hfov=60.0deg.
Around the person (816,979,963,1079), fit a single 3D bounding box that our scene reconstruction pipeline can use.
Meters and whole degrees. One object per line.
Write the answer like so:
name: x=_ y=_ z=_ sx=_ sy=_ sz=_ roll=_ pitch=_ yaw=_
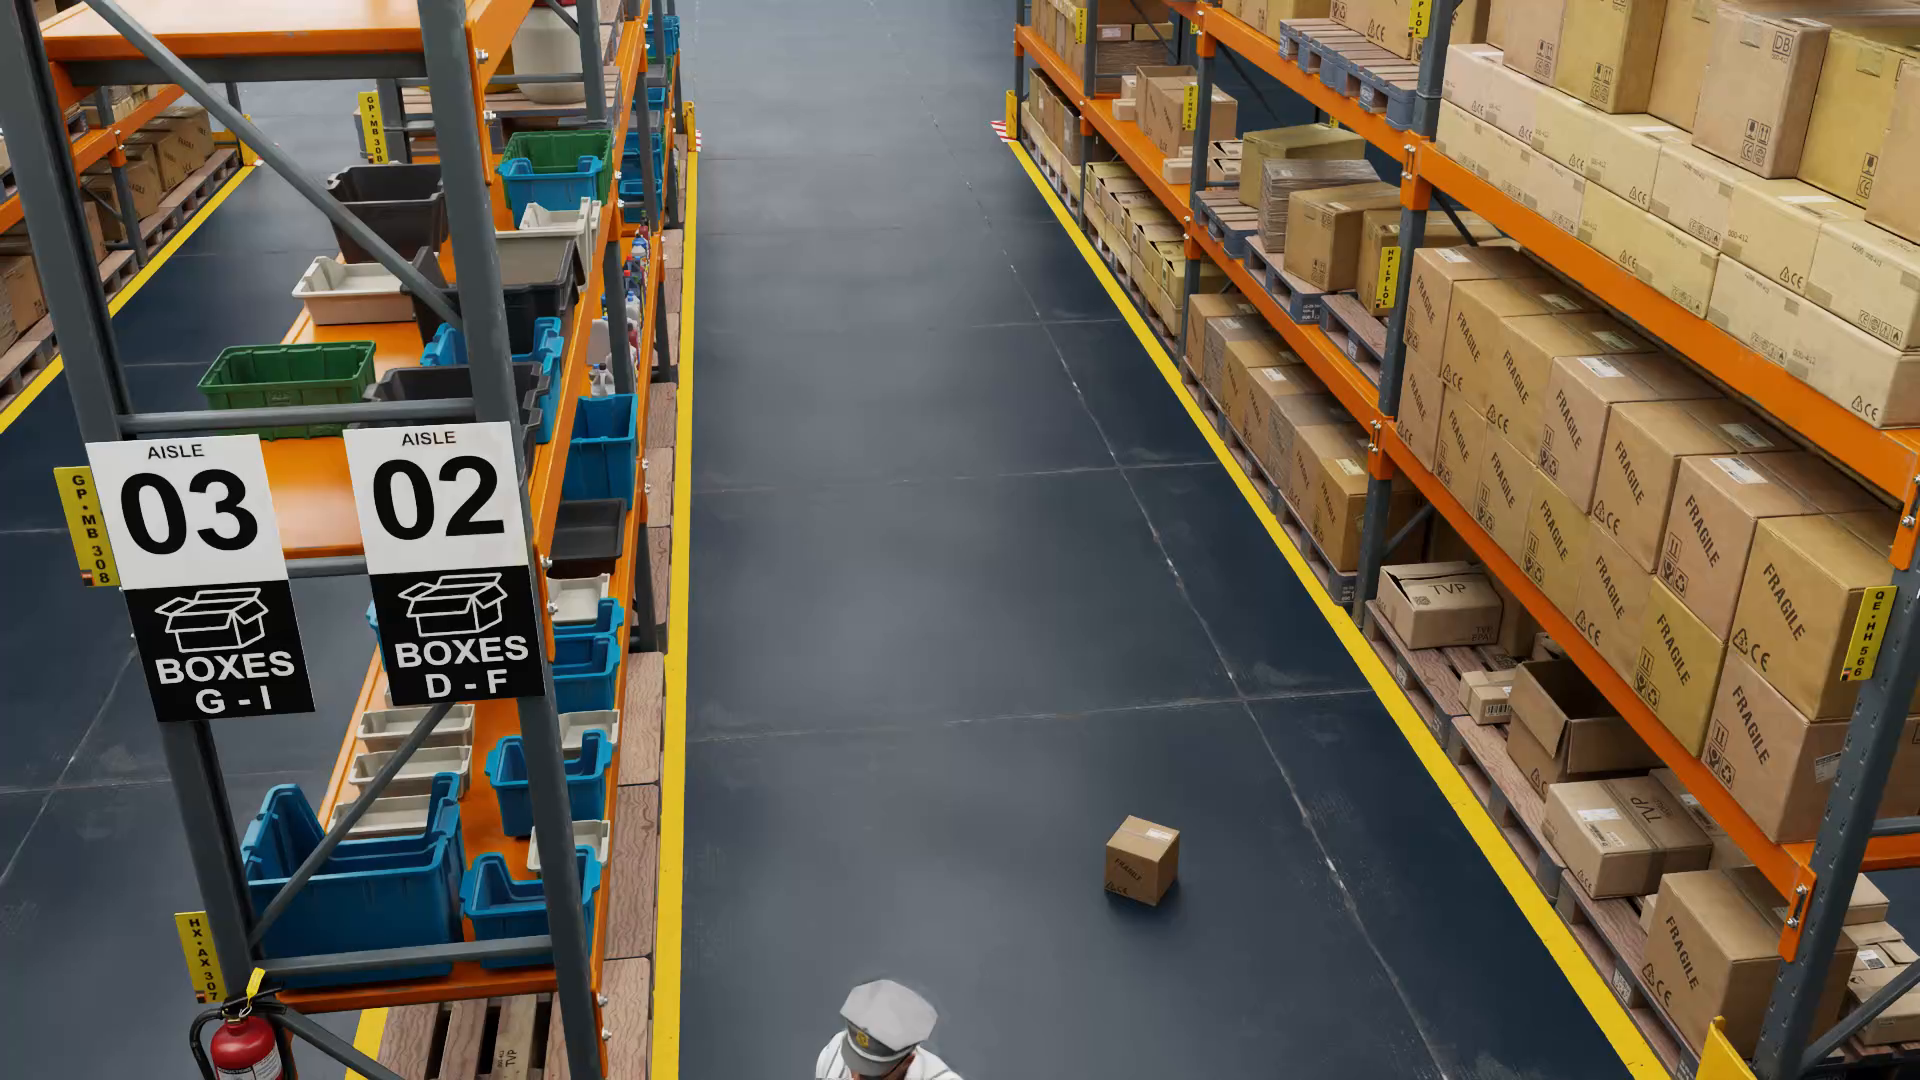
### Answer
person: x=-0.211 y=1.982 z=4.688 sx=0.560 sy=1.701 sz=0.964 roll=11 pitch=29 yaw=21
